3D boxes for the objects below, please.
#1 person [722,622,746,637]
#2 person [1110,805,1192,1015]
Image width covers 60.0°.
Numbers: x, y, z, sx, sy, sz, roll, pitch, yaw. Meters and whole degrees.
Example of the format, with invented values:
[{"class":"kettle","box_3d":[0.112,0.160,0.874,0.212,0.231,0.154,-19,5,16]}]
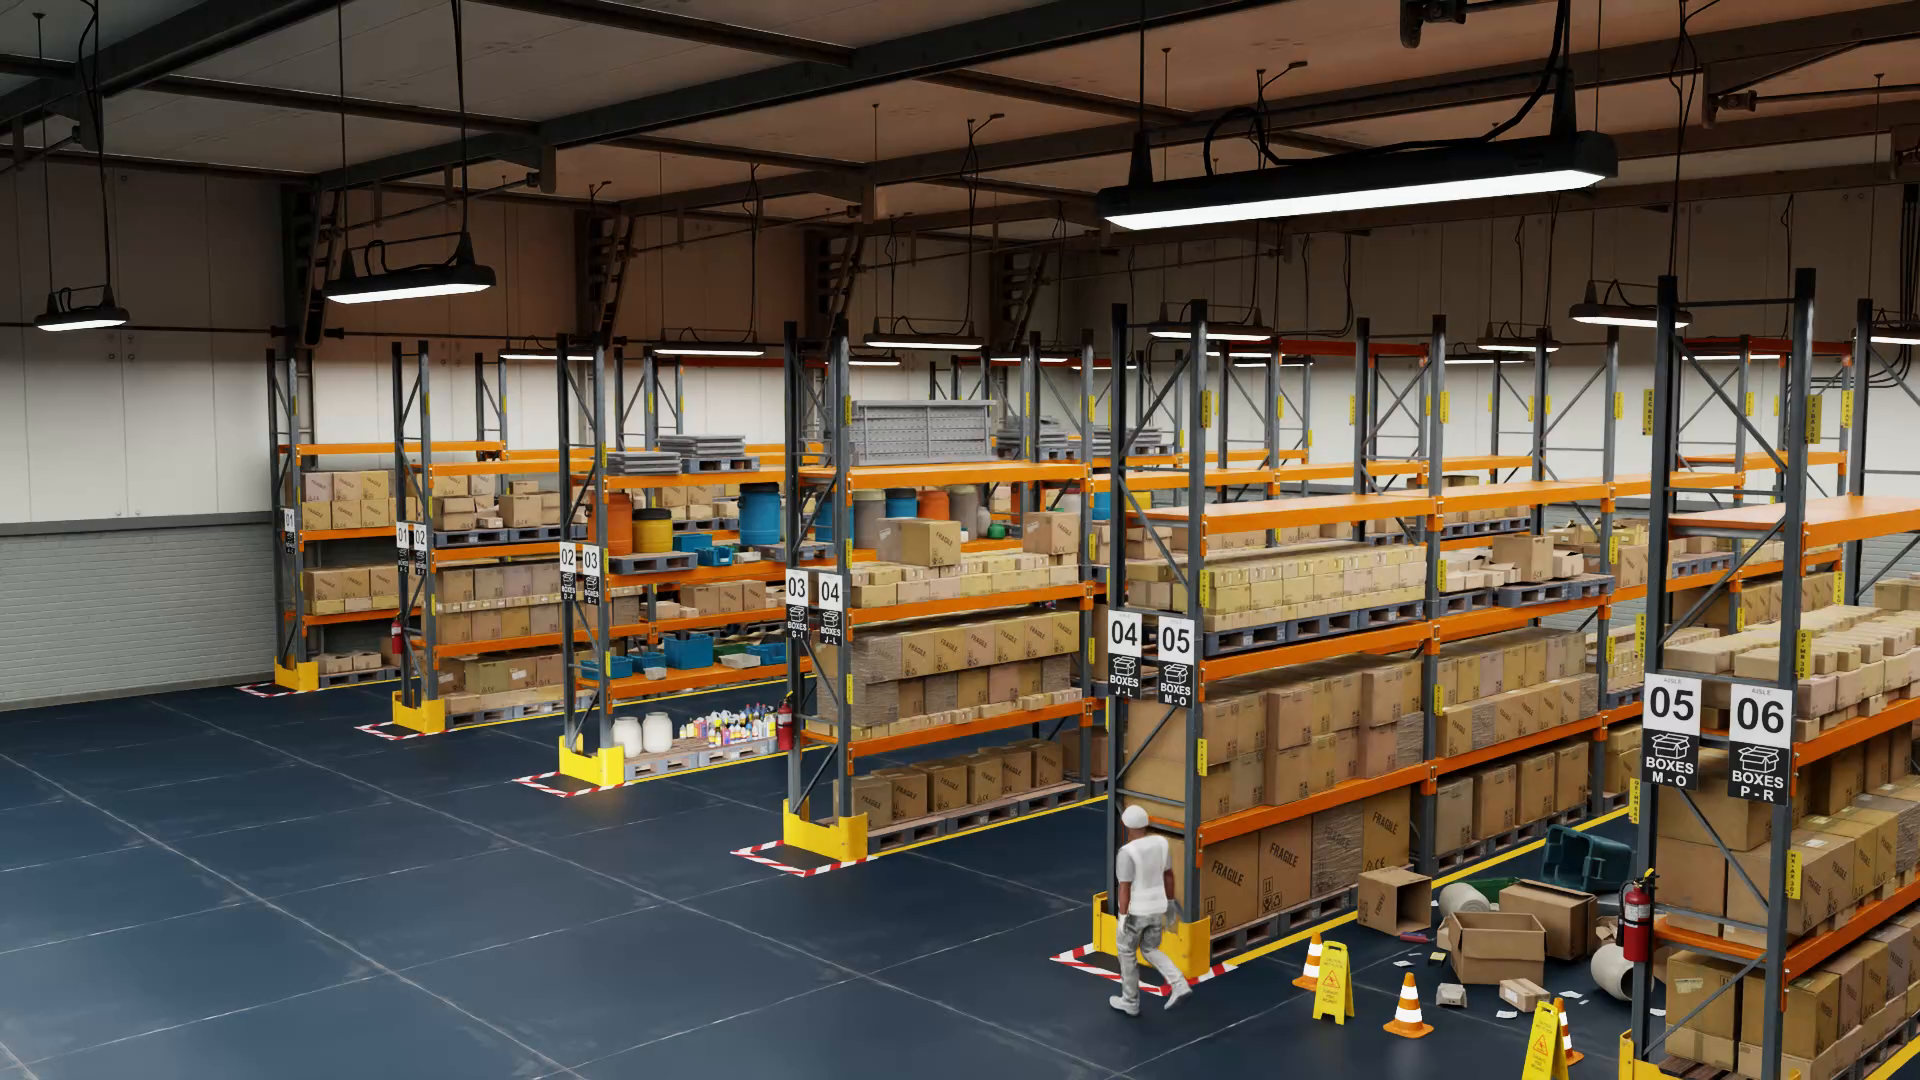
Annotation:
[{"class":"person","box_3d":[-4.415,1.615,32.136,0.404,1.519,0.964,4,6,36]},{"class":"person","box_3d":[1.567,3.085,13.788,0.562,1.770,0.758,-4,6,-39]}]
